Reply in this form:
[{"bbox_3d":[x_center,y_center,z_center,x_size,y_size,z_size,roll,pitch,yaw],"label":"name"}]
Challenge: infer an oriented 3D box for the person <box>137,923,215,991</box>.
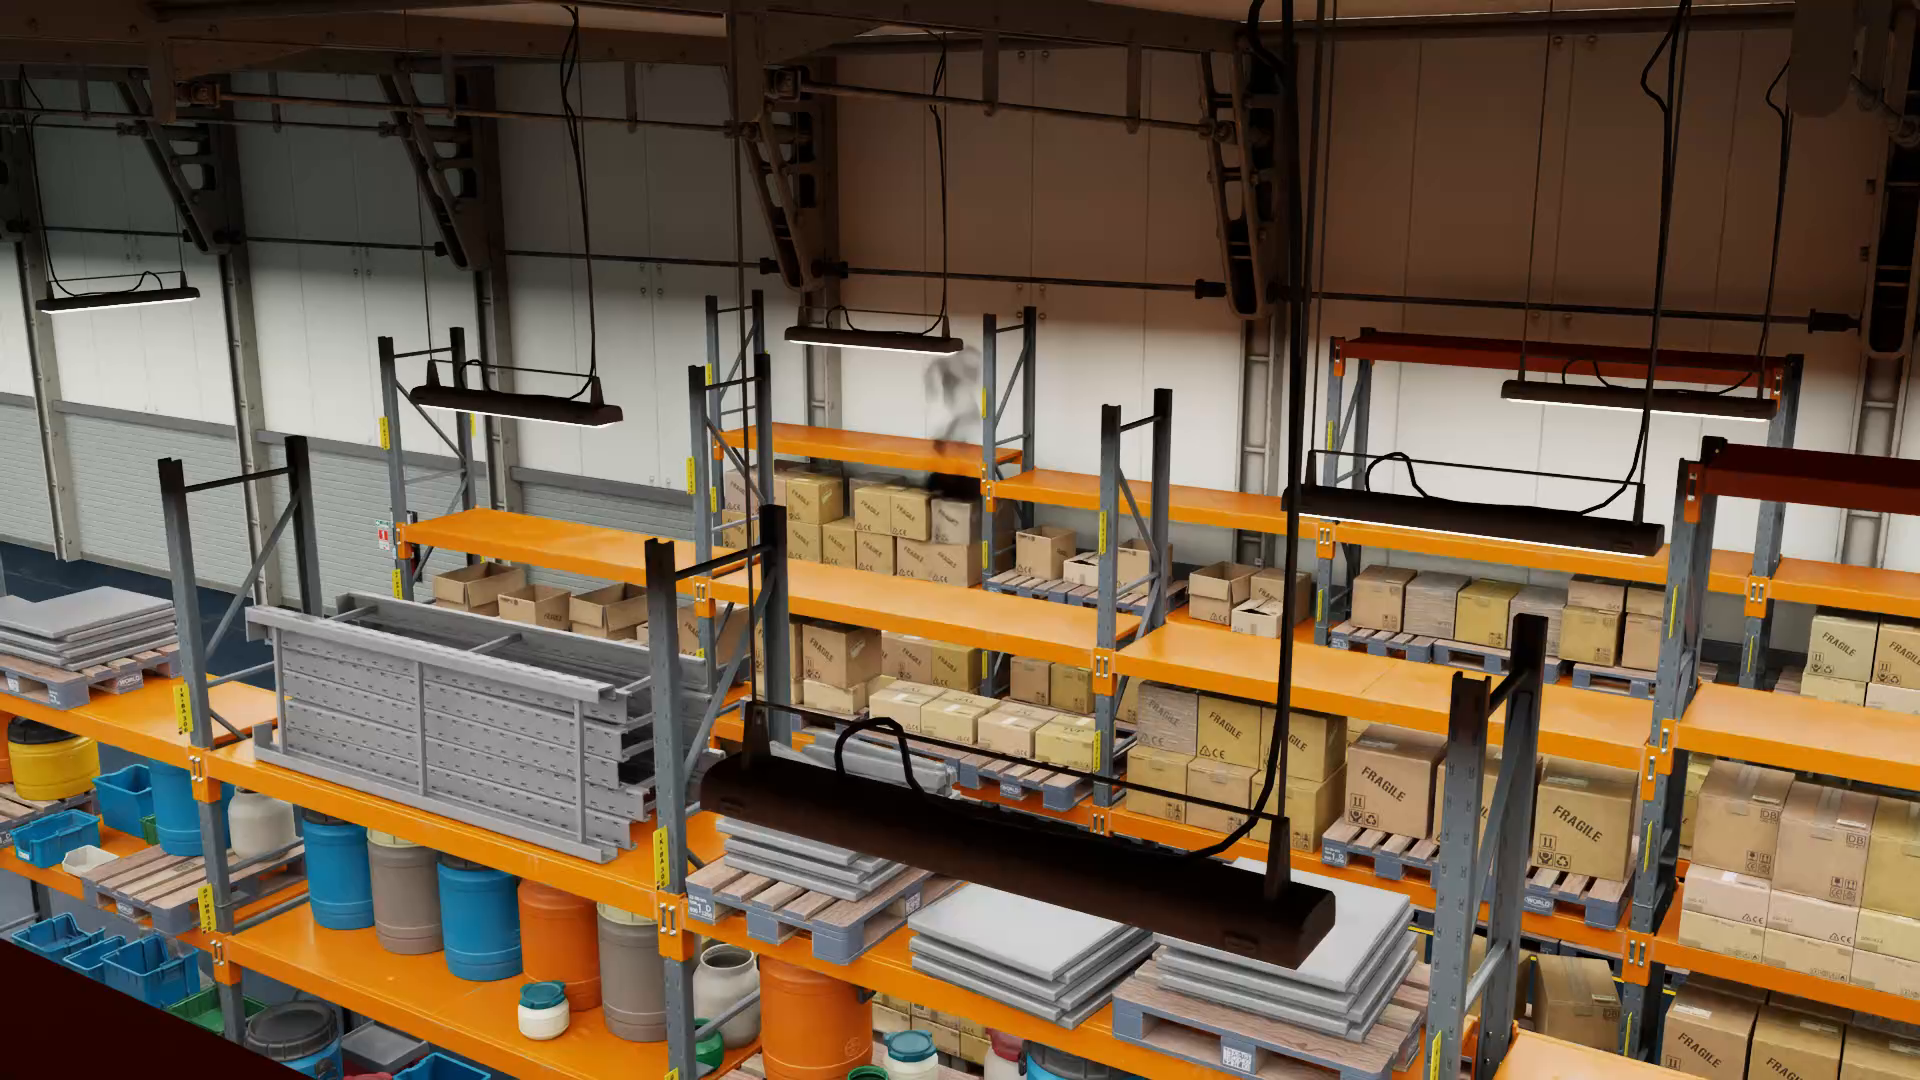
[{"bbox_3d":[-7.411,3.540,15.413,0.810,1.811,0.636,1,14,2],"label":"person"}]
